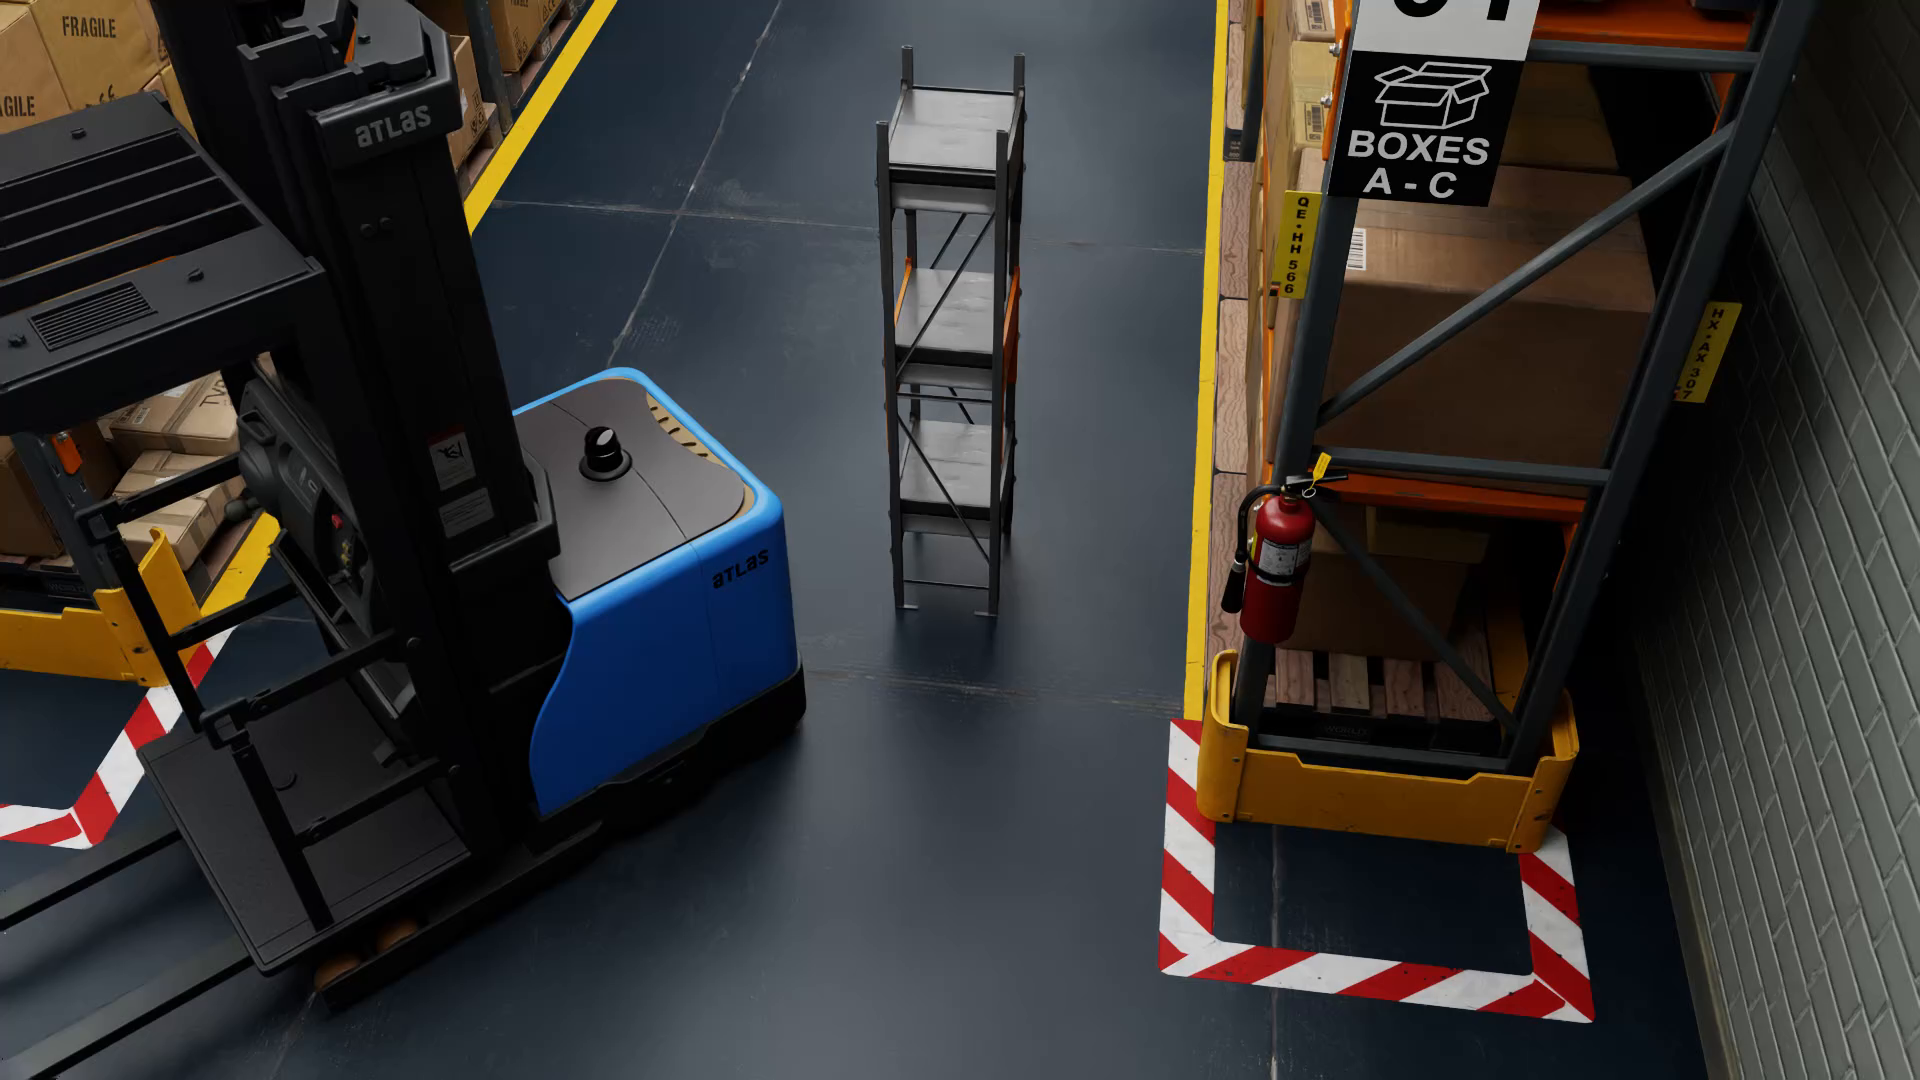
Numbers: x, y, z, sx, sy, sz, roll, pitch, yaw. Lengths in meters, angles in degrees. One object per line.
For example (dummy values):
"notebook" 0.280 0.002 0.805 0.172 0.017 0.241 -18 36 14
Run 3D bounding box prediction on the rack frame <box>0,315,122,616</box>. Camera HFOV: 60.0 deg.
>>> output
"rack frame" -3.491 -0.655 5.260 1.000 3.000 0.127 5 44 6

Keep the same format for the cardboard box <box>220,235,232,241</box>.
"cardboard box" -3.206 -1.353 7.493 0.797 0.503 0.637 5 44 6

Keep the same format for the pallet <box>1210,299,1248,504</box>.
"pallet" 1.612 -0.575 7.204 1.003 0.211 1.213 5 44 6

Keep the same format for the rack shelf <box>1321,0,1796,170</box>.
"rack shelf" 1.684 -2.398 5.442 1.077 0.370 4.000 5 44 6

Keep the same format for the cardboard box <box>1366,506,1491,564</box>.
"cardboard box" 1.595 -0.070 5.683 0.380 0.149 0.250 6 44 6

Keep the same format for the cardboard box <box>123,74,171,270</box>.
"cardboard box" -3.108 -1.321 5.891 0.500 0.500 0.500 5 44 5

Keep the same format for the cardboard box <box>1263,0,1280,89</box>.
"cardboard box" 1.759 -2.177 6.649 0.980 0.700 0.700 4 44 4

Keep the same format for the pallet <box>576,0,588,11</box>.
"pallet" -2.733 -3.760 10.567 1.003 0.211 1.213 5 44 6

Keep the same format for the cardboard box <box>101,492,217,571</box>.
"cardboard box" -3.095 -0.033 6.357 0.380 0.149 0.250 5 44 6

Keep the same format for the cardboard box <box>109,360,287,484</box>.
"cardboard box" -3.072 -0.502 6.778 0.500 0.250 0.500 5 44 6

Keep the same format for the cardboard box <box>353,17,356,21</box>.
"cardboard box" -2.906 -2.351 6.979 0.500 0.500 0.500 6 44 6

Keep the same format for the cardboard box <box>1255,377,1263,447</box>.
"cardboard box" 1.282 -0.452 6.086 0.380 0.149 0.250 6 44 7

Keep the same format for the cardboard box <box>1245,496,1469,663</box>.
"cardboard box" 1.413 0.062 6.015 0.700 0.500 0.500 5 44 6

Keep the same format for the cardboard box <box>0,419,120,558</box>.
"cardboard box" -3.663 -0.300 6.383 0.500 0.500 0.500 5 44 6

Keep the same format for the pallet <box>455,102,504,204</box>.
"pallet" -3.054 -1.900 8.603 1.003 0.211 1.213 5 44 6

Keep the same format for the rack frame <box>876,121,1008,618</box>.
"rack frame" -0.054 -0.483 5.733 0.400 2.100 0.015 5 44 6

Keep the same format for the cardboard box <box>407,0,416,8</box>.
"cardboard box" -3.181 -2.995 9.230 0.500 0.500 0.500 5 44 5

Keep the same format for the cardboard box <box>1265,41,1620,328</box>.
"cardboard box" 1.562 -1.161 5.577 0.980 0.700 0.700 5 44 5

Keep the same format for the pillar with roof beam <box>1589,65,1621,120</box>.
"pillar with roof beam" -1.554 -4.947 5.430 9.100 9.000 0.400 5 44 6

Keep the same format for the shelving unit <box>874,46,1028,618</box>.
"shelving unit" -0.022 -0.650 5.909 0.431 2.100 0.503 5 44 6

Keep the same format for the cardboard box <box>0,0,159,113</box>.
"cardboard box" -3.109 -1.689 5.553 0.500 0.500 0.500 6 44 6

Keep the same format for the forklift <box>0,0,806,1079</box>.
"forklift" -2.020 -0.026 4.645 3.031 2.935 1.130 -29 51 -27

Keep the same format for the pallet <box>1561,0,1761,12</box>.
"pallet" 1.507 -1.770 4.321 1.003 0.211 1.213 5 44 6

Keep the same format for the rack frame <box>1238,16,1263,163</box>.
"rack frame" 1.948 -2.933 7.666 1.000 3.000 0.127 5 44 6

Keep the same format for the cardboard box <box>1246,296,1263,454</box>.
"cardboard box" 1.545 -0.622 6.738 0.700 0.500 0.500 4 44 4

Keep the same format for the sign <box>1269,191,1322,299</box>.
"sign" 0.884 -0.772 4.369 0.100 0.325 0.005 5 44 6

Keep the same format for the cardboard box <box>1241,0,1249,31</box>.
"cardboard box" 2.020 -3.366 9.381 0.750 0.750 0.750 6 44 7

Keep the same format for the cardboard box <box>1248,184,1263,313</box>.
"cardboard box" 1.678 -1.335 7.491 0.700 0.500 0.500 5 44 5

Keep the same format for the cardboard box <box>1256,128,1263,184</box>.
"cardboard box" 1.522 -1.696 7.401 0.380 0.149 0.250 7 44 7

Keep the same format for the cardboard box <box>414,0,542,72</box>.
"cardboard box" -2.657 -2.940 9.172 0.500 0.500 0.500 3 44 4

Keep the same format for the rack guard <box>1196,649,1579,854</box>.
"rack guard" 1.416 0.717 5.629 1.175 0.500 0.348 5 44 6

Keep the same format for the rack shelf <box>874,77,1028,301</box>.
"rack shelf" -0.022 -1.148 5.437 0.431 0.518 0.480 5 44 6

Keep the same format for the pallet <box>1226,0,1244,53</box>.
"pallet" 2.135 -3.287 10.068 1.003 0.211 1.213 5 44 6

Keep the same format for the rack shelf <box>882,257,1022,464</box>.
"rack shelf" -0.022 -0.640 5.918 0.431 0.518 0.480 5 44 6
